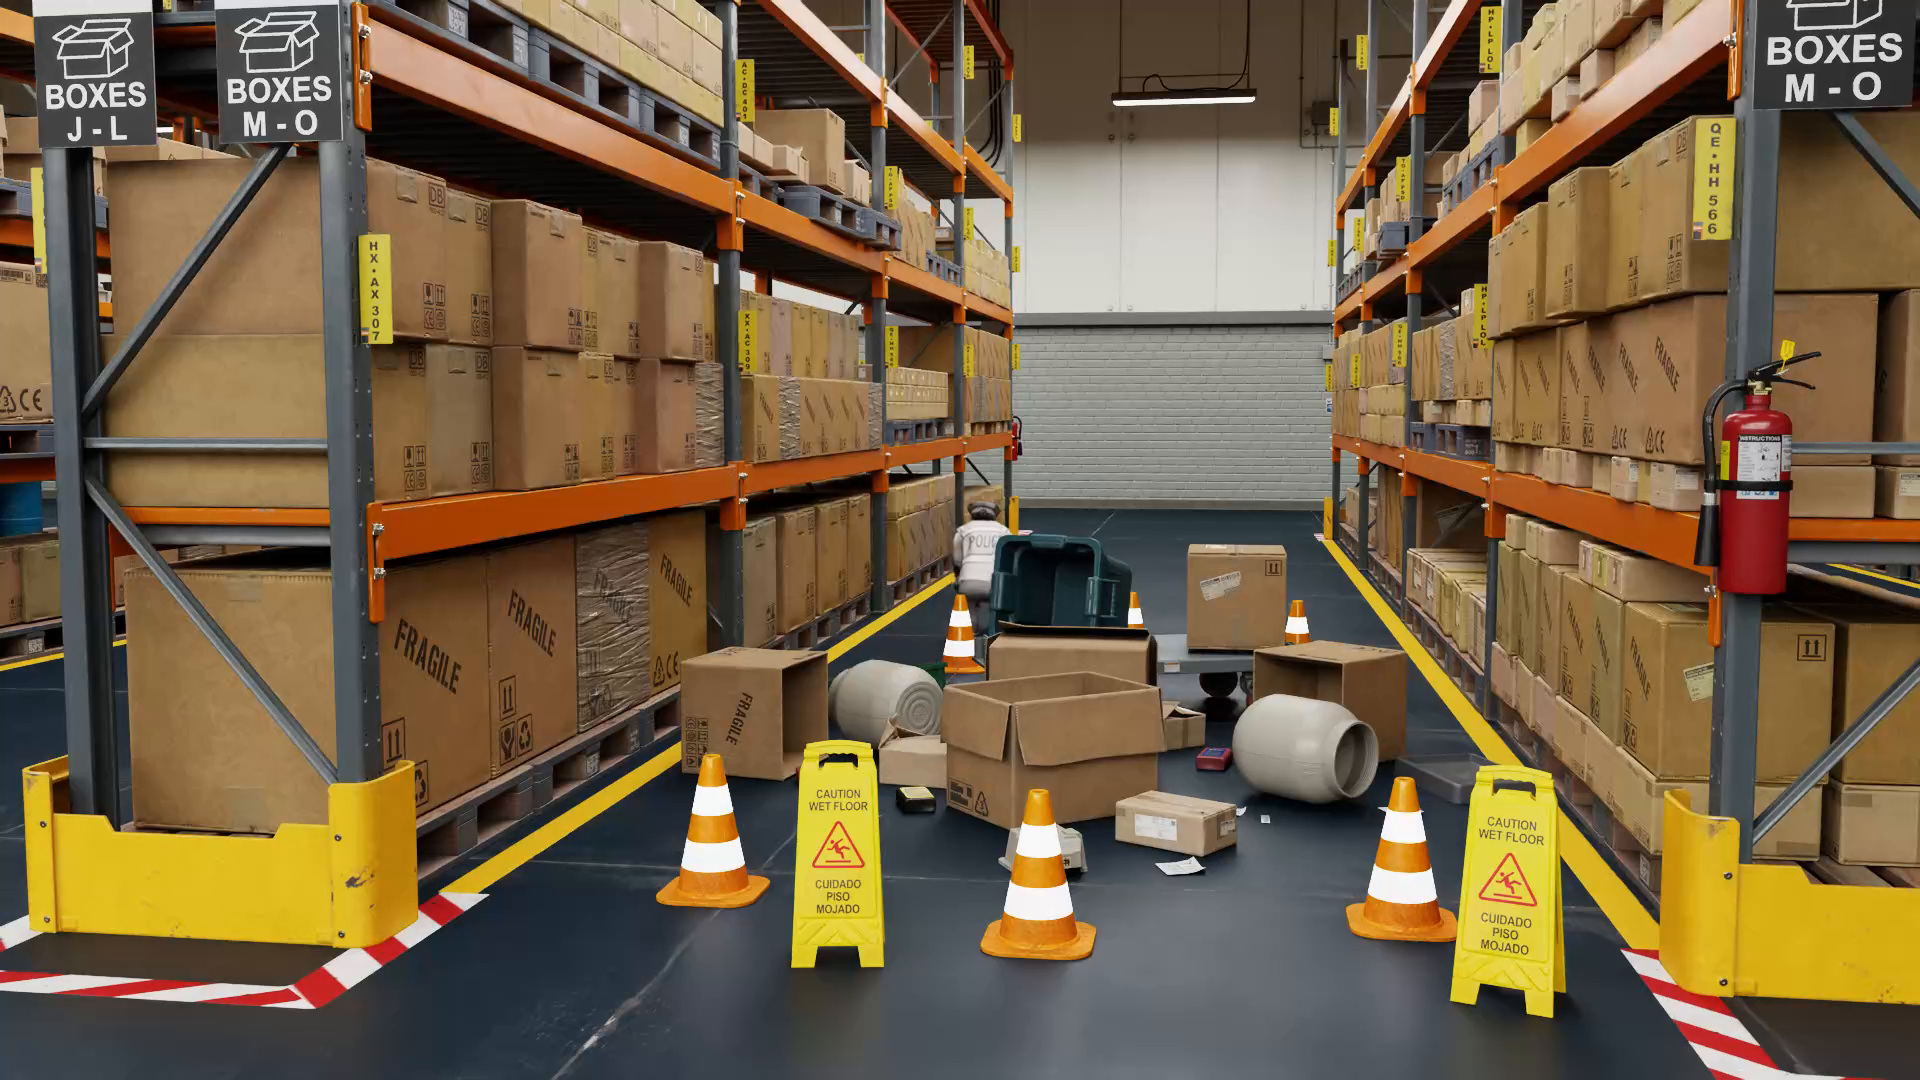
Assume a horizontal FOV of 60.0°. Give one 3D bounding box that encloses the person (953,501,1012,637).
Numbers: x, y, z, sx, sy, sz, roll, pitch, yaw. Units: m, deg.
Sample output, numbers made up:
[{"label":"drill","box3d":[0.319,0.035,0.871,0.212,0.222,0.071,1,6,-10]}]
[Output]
[{"label":"person","box3d":[0.181,0.209,11.855,0.514,0.949,0.837,1,5,8]}]
